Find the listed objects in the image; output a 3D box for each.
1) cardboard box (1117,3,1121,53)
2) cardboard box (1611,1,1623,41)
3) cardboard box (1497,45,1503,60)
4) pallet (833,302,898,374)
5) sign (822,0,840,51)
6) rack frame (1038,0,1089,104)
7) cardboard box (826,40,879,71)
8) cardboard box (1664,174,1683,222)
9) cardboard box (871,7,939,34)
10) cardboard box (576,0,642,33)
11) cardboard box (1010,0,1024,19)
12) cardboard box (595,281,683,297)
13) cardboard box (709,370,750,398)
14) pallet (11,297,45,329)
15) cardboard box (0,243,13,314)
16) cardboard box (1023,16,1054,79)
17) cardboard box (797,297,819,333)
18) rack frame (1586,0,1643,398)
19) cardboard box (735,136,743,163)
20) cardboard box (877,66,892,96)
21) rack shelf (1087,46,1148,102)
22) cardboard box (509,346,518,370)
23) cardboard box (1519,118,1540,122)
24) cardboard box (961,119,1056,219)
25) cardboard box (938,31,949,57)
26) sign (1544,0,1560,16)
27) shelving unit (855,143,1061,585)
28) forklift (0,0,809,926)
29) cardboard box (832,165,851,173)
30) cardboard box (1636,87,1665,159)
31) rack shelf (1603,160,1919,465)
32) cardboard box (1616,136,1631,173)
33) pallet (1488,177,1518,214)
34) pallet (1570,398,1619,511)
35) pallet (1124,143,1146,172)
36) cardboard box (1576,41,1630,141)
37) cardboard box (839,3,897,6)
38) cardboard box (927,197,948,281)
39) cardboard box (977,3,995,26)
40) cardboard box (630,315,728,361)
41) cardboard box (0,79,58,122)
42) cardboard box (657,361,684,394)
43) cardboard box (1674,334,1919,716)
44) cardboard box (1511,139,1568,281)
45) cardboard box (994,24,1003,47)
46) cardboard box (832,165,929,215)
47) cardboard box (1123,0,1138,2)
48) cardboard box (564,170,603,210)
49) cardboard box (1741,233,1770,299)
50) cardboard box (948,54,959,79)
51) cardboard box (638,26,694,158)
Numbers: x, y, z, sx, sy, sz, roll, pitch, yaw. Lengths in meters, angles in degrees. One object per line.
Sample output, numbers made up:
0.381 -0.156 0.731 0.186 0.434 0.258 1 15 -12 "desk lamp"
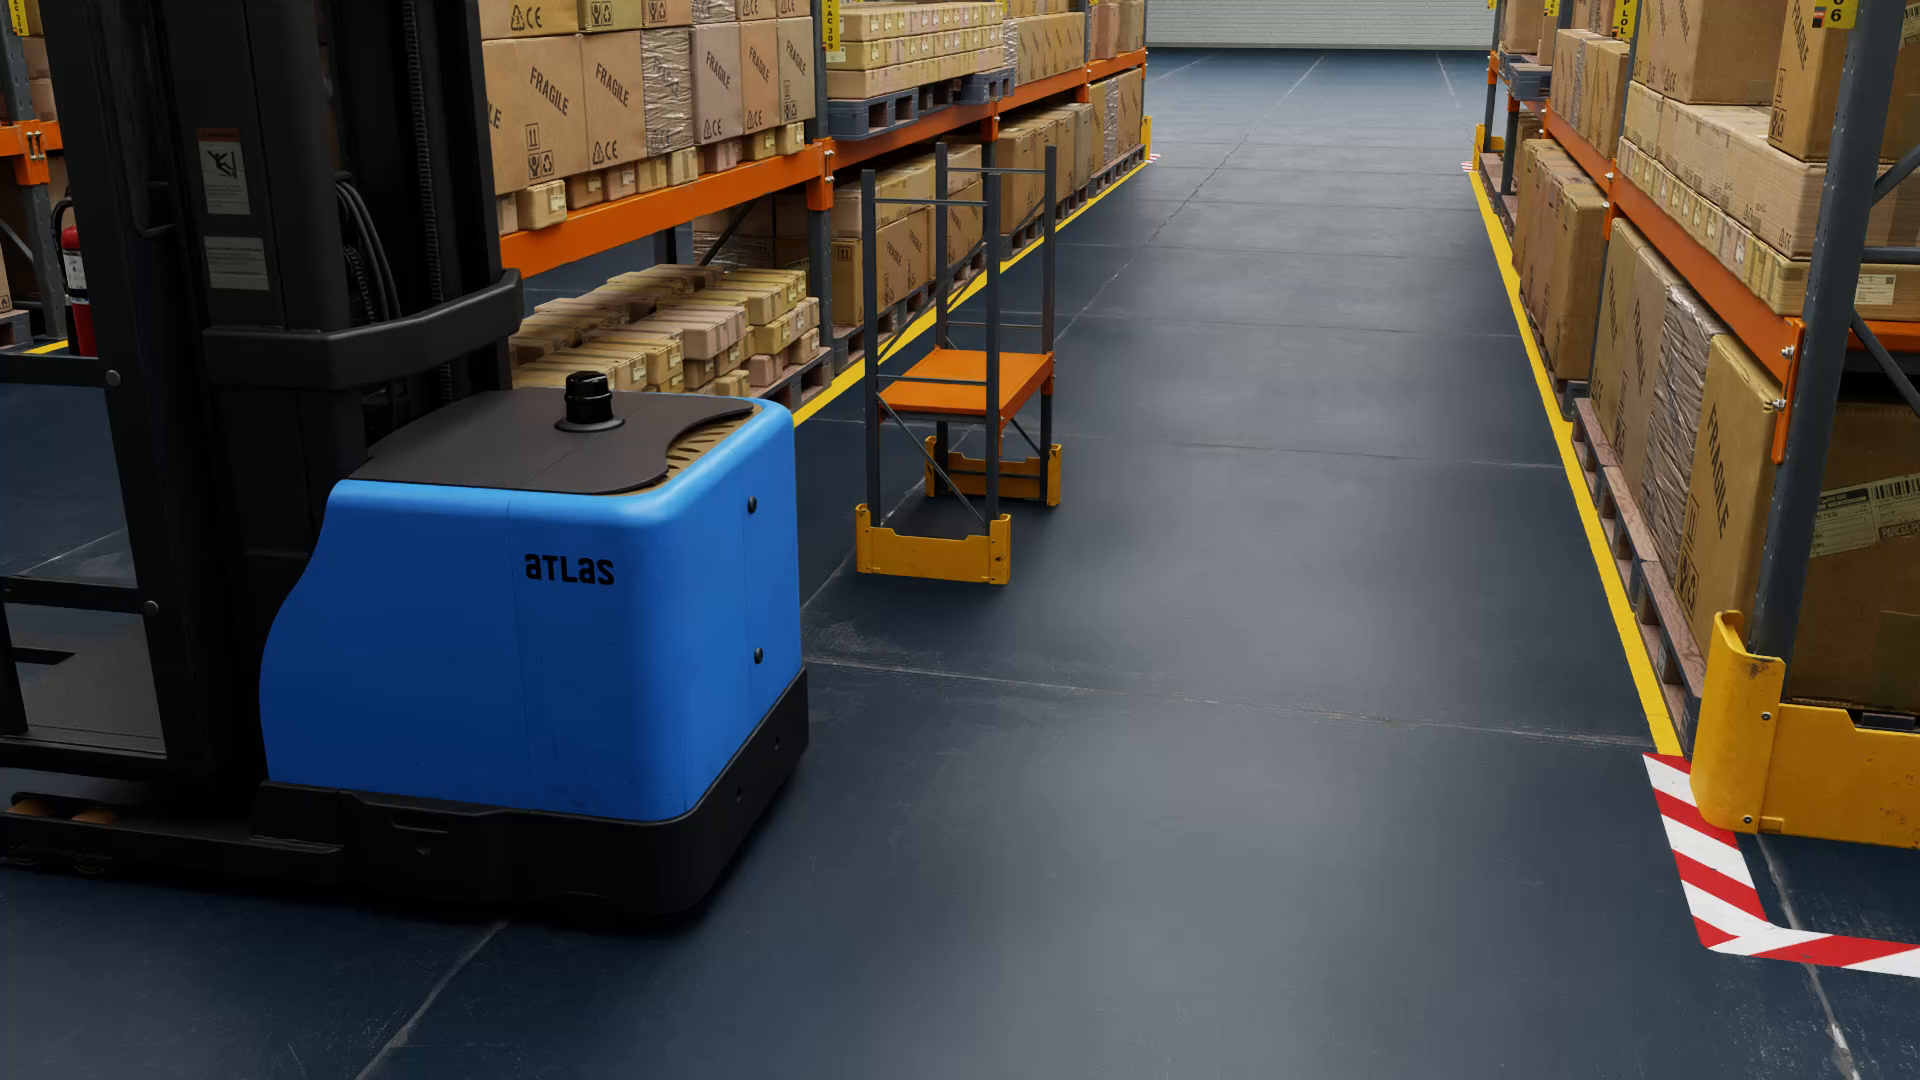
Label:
1.310 -5.715 18.546 0.875 0.550 0.550 5 19 13 "cardboard box"
4.045 -3.052 9.275 0.797 0.503 0.637 5 20 15 "cardboard box"
5.752 -5.028 17.157 0.380 0.149 0.250 5 19 13 "cardboard box"
-1.015 -1.267 10.070 1.003 0.211 1.213 5 19 13 "pallet"
-0.675 -2.711 8.646 0.100 0.325 0.005 5 19 13 "sign"
0.751 -4.850 16.245 1.000 3.000 0.127 5 19 13 "rack frame"
-0.661 -2.650 9.084 0.380 0.149 0.250 5 19 14 "cardboard box"
2.807 -1.245 6.080 0.380 0.149 0.250 4 19 12 "cardboard box"
-0.346 -3.196 10.223 0.380 0.149 0.250 5 20 15 "cardboard box"
-1.548 -2.189 6.295 0.500 0.500 0.500 4 19 12 "cardboard box"
0.139 -4.576 13.742 0.700 0.500 0.500 4 19 13 "cardboard box"
-1.627 -1.217 8.450 0.380 0.149 0.250 4 19 13 "cardboard box"
-1.222 -0.718 7.909 0.380 0.149 0.250 5 19 13 "cardboard box"
-5.913 -1.630 11.132 1.003 0.211 1.213 5 19 13 "pallet"
-6.286 -1.499 9.751 0.875 0.438 0.875 4 19 13 "cardboard box"
0.514 -4.236 14.295 0.500 0.500 0.500 4 19 13 "cardboard box"
-0.972 -1.209 8.886 0.380 0.149 0.250 5 20 14 "cardboard box"
3.581 -1.919 7.665 1.000 3.000 0.127 5 19 13 "rack frame"
-1.256 -1.872 7.915 0.380 0.149 0.250 4 19 12 "cardboard box"
-0.599 -2.597 9.388 0.380 0.149 0.250 5 19 14 "cardboard box"
1.240 -5.136 18.197 1.077 0.370 4.000 5 19 13 "rack shelf"
-2.104 -0.736 7.041 0.380 0.149 0.250 5 20 15 "cardboard box"
6.060 -4.117 17.317 0.500 0.500 0.500 7 20 18 "cardboard box"
0.220 -3.188 14.212 1.050 0.750 0.750 5 19 14 "cardboard box"
-0.281 -3.140 10.520 0.380 0.149 0.250 4 19 12 "cardboard box"
4.030 -3.723 11.278 0.100 0.325 0.005 5 19 13 "sign"
0.019 -0.734 6.515 0.587 1.500 1.083 5 19 13 "shelving unit"
-2.003 -0.702 4.209 3.031 2.935 1.130 4 19 12 "forklift"
-1.013 -2.293 10.818 0.500 0.250 0.500 4 19 11 "cardboard box"
3.086 -1.707 6.815 0.500 0.250 0.500 5 19 13 "cardboard box"
3.093 -0.952 5.946 1.077 0.370 4.000 5 19 13 "rack shelf"
3.187 -1.733 7.511 0.380 0.149 0.250 5 19 14 "cardboard box"
5.666 -3.320 16.081 1.003 0.211 1.213 5 19 13 "pallet"
3.320 -0.367 7.436 1.003 0.211 1.213 5 19 13 "pallet"
1.609 -4.527 19.615 1.003 0.211 1.213 5 19 13 "pallet"
3.679 -2.453 9.074 0.500 0.500 0.500 4 19 13 "cardboard box"
-0.654 -3.667 11.601 0.380 0.149 0.250 5 19 13 "cardboard box"
-0.377 -2.055 11.282 0.500 0.500 0.500 4 19 11 "cardboard box"
0.035 -3.689 11.666 0.380 0.149 0.250 4 19 13 "cardboard box"
-1.285 -0.927 7.600 0.380 0.149 0.250 4 19 11 "cardboard box"
-5.665 -2.748 10.323 0.500 0.250 0.500 4 19 12 "cardboard box"
-1.466 -0.723 7.463 0.380 0.149 0.250 6 20 16 "cardboard box"
2.683 -0.065 4.875 0.875 0.875 0.875 5 19 13 "cardboard box"
4.370 -2.151 10.982 1.225 0.875 0.875 4 19 11 "cardboard box"
0.095 -3.626 11.941 0.380 0.149 0.250 5 20 15 "cardboard box"
-0.510 -2.250 10.692 0.500 0.250 0.500 5 20 15 "cardboard box"
1.555 -6.392 18.860 0.875 0.550 0.550 5 19 13 "cardboard box"
-1.624 -1.384 6.486 0.380 0.149 0.250 4 19 13 "cardboard box"
2.434 -0.765 4.677 0.380 0.149 0.250 5 19 14 "cardboard box"
-0.219 -3.083 10.813 0.380 0.149 0.250 5 20 15 "cardboard box"
-1.447 -1.878 6.930 0.500 0.500 0.500 4 19 12 "cardboard box"
